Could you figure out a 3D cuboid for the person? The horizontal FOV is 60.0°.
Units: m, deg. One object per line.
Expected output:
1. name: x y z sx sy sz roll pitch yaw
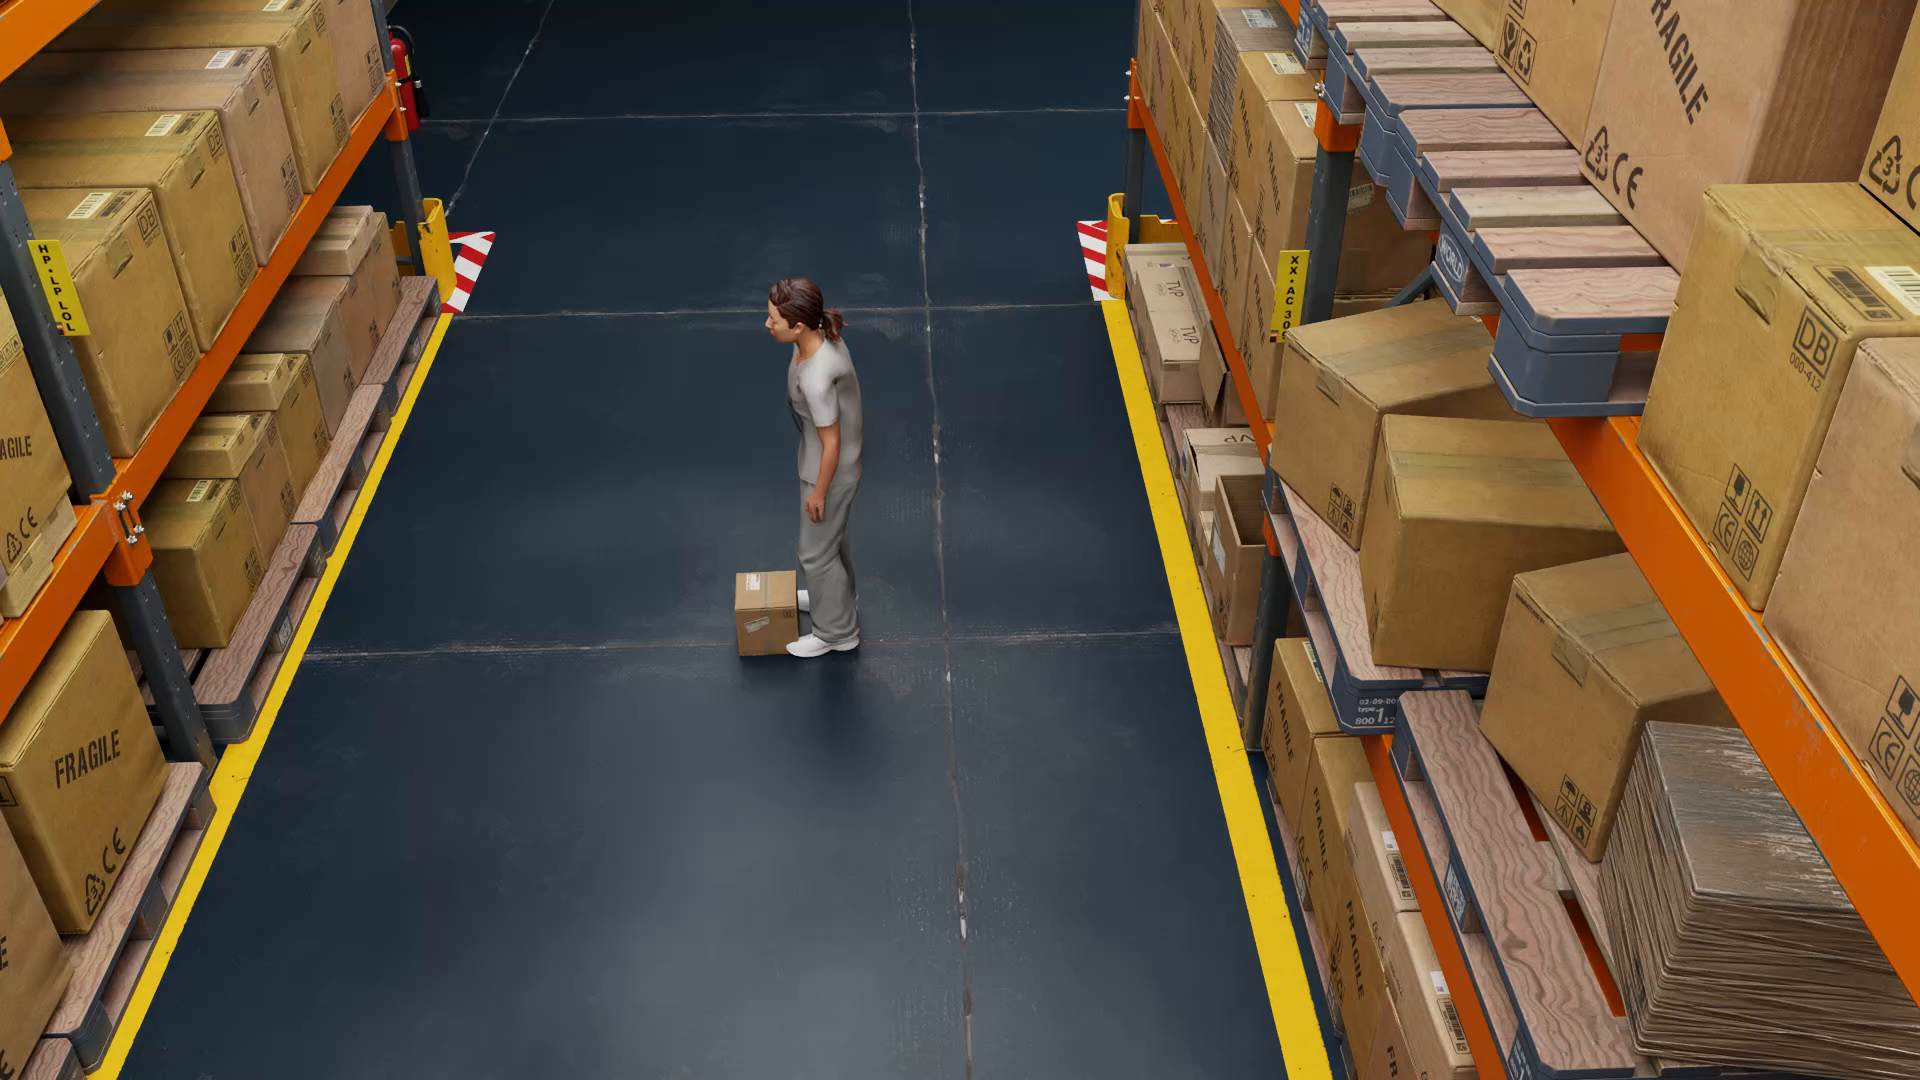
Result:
1. person: -0.556 -0.285 6.550 0.363 1.672 0.514 -4 36 -5
